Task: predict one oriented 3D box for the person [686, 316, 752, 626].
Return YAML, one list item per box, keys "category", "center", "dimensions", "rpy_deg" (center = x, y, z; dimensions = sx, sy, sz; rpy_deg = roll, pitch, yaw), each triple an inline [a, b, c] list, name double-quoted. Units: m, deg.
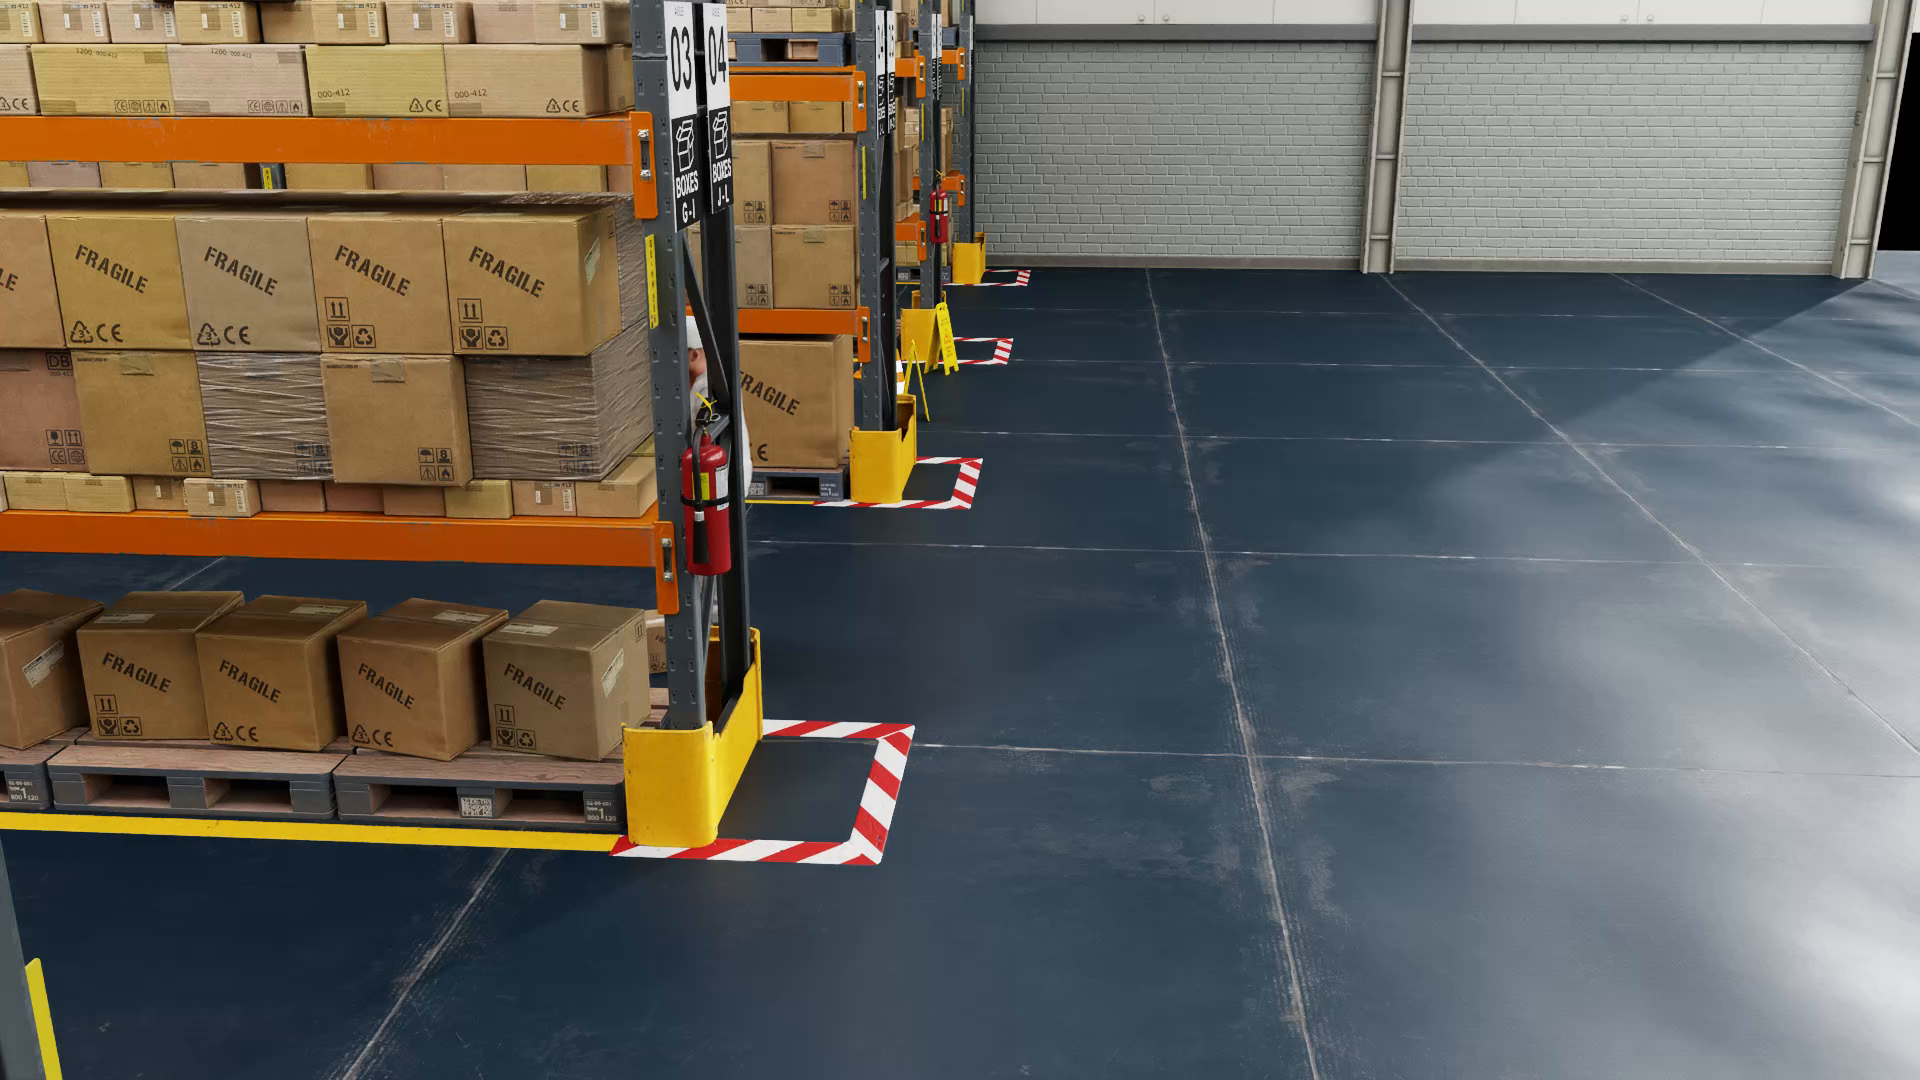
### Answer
- category: "person"
  center: [-1.270, -0.238, 8.284]
  dimensions: [0.446, 1.781, 0.623]
  rpy_deg: [-5, 18, -17]
